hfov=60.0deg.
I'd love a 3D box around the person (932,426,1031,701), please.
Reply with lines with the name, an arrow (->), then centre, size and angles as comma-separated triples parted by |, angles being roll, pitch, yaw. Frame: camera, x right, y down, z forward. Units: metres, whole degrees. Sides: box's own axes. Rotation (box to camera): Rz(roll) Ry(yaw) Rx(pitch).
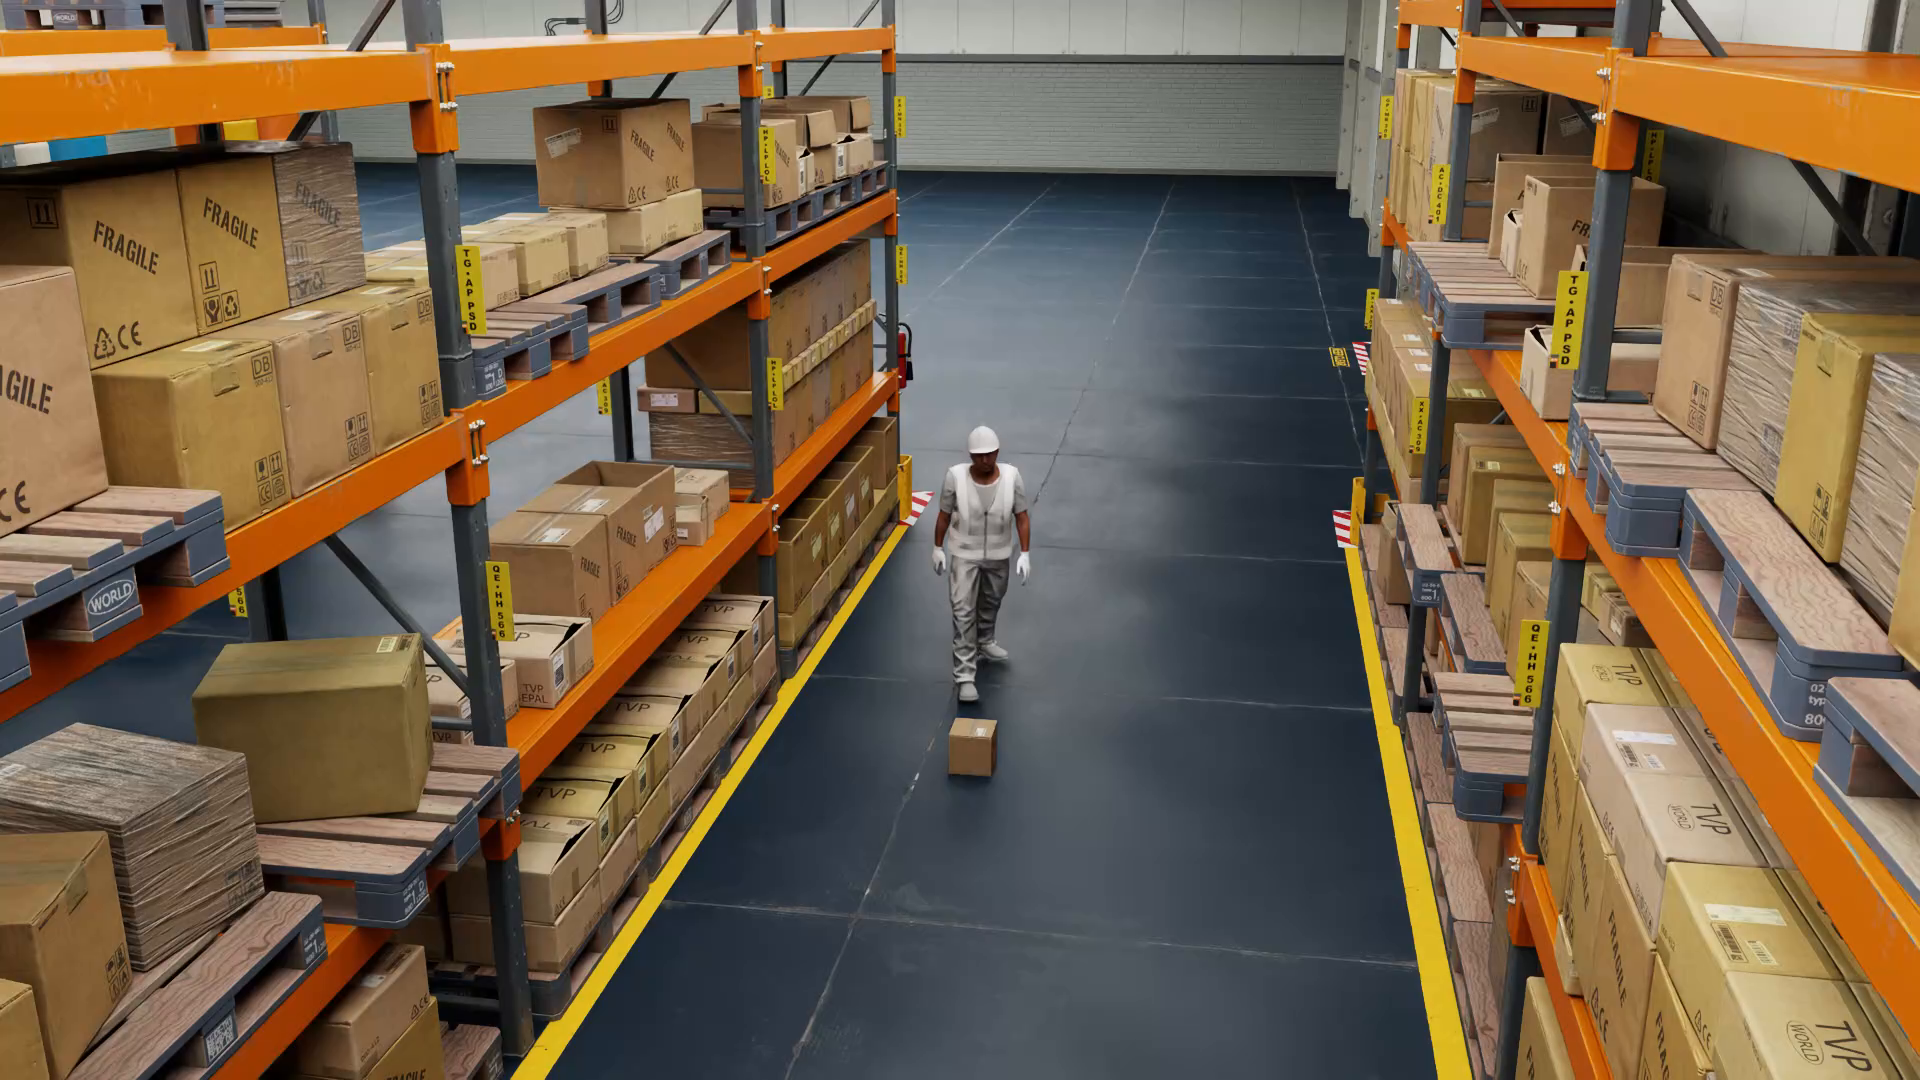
person -> 0.150, 0.096, 10.755 | 0.607, 1.737, 0.944 | -4, 18, -12
